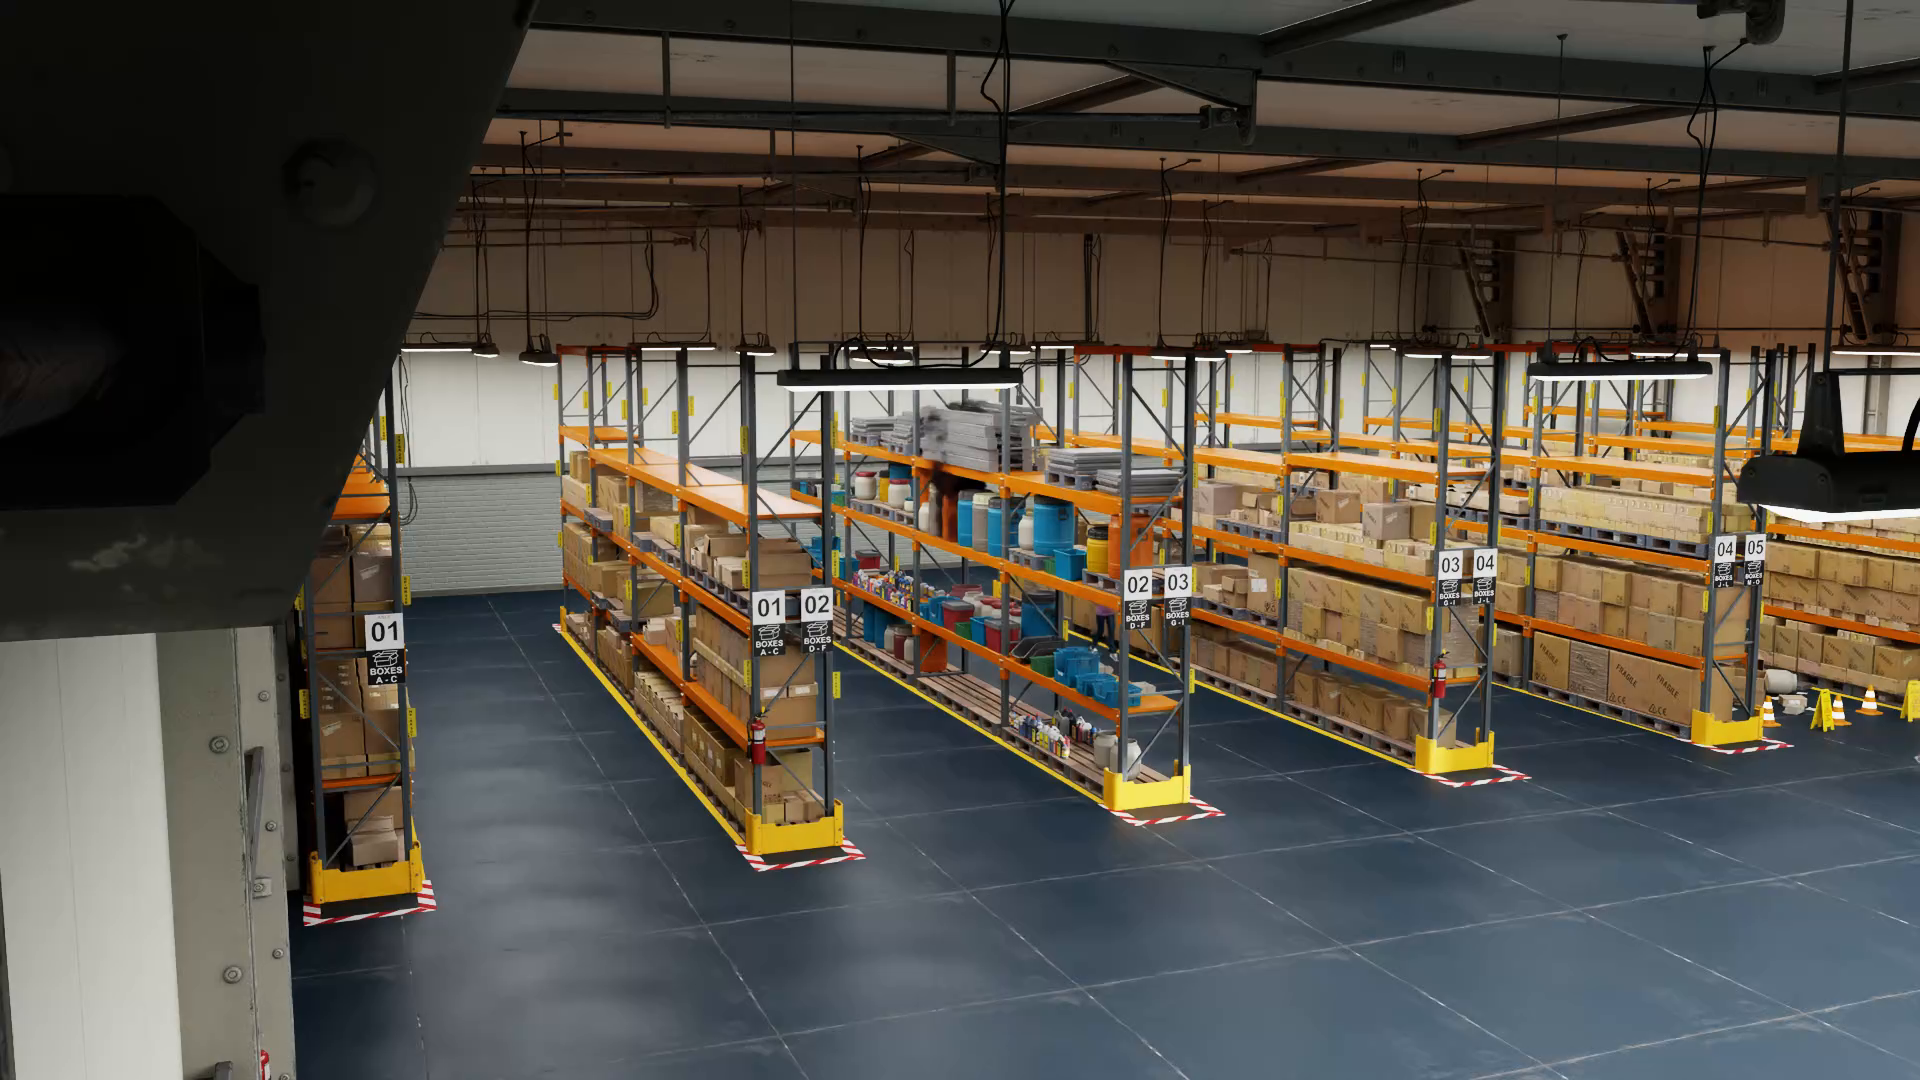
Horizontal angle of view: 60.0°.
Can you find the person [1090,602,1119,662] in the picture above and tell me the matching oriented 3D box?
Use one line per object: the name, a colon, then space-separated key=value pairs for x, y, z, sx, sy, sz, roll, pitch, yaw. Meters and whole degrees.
person: x=2.653 y=1.388 z=30.419 sx=0.538 sy=1.586 sz=0.808 roll=-4 pitch=8 yaw=-31
